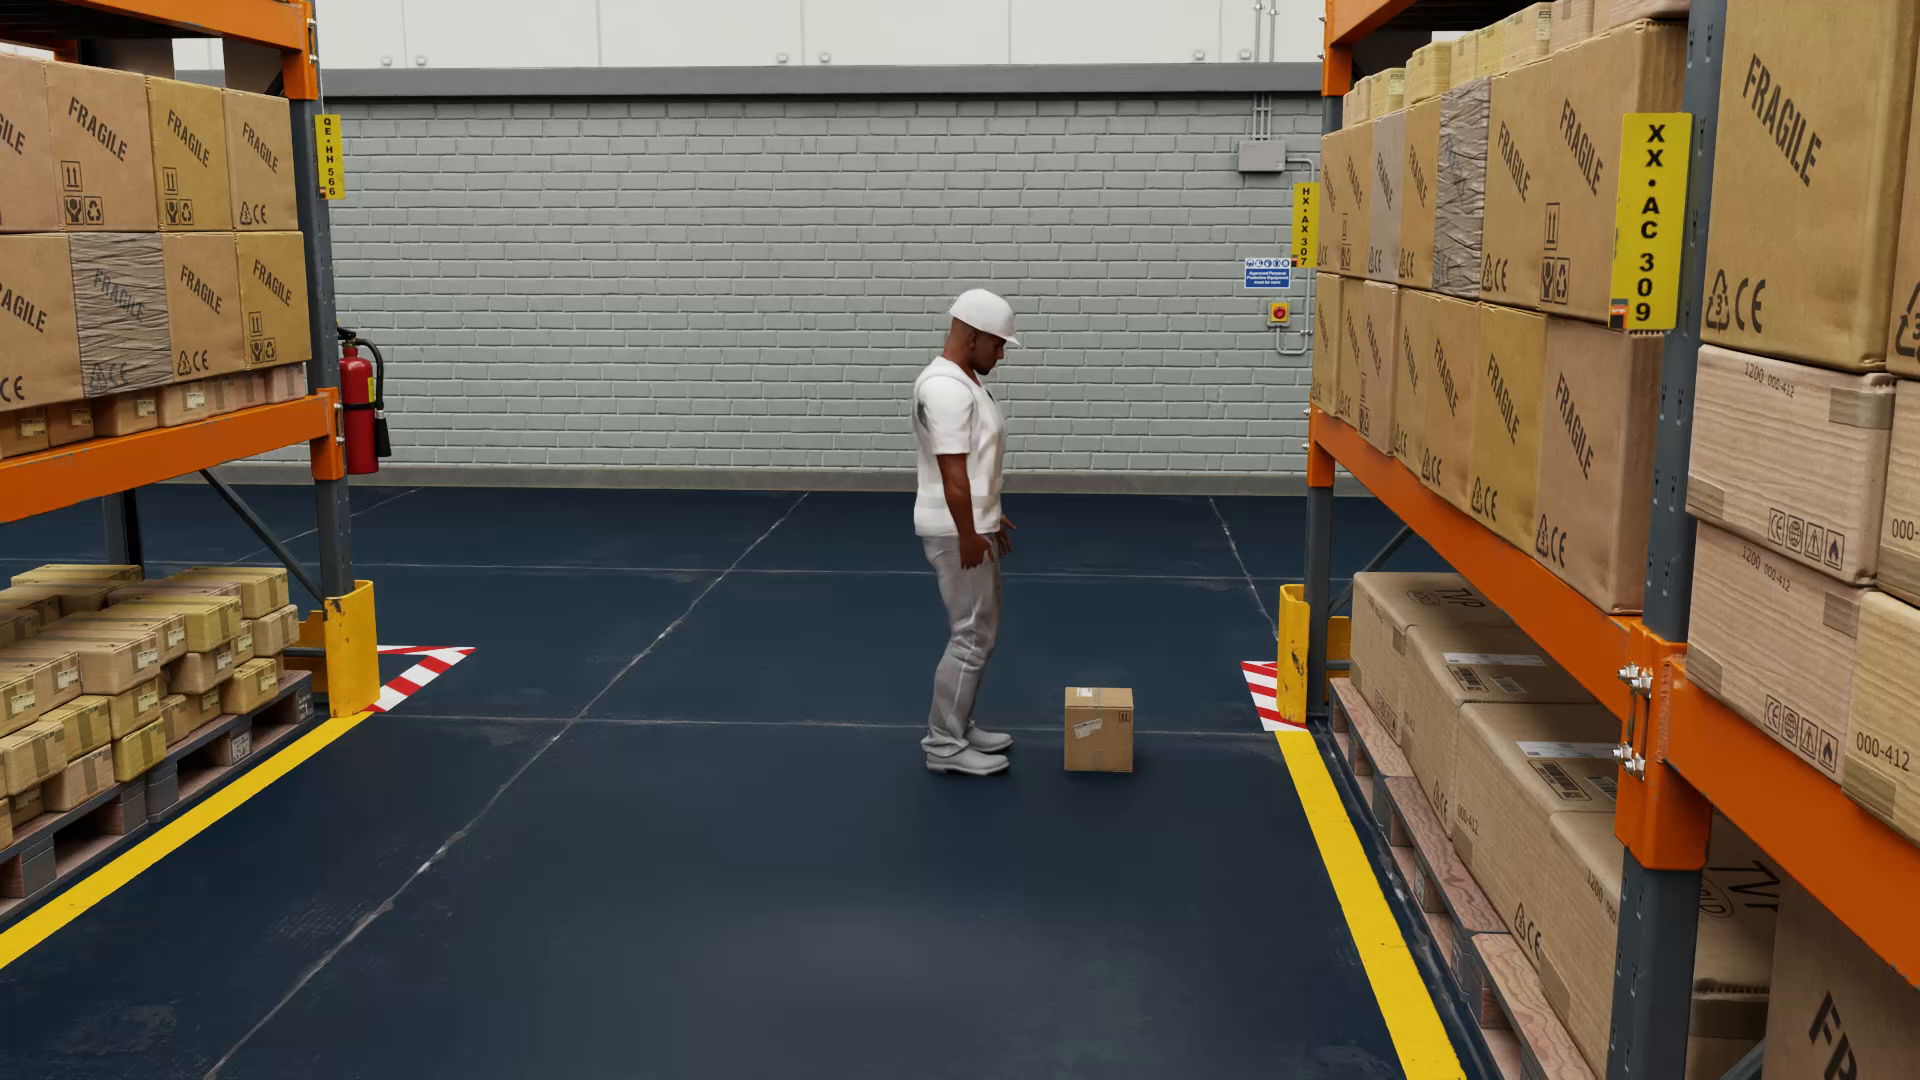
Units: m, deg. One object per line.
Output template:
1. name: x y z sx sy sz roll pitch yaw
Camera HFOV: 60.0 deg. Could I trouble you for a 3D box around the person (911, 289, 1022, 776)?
1. person: 0.029 -0.040 6.121 0.390 1.748 0.575 1 11 5
